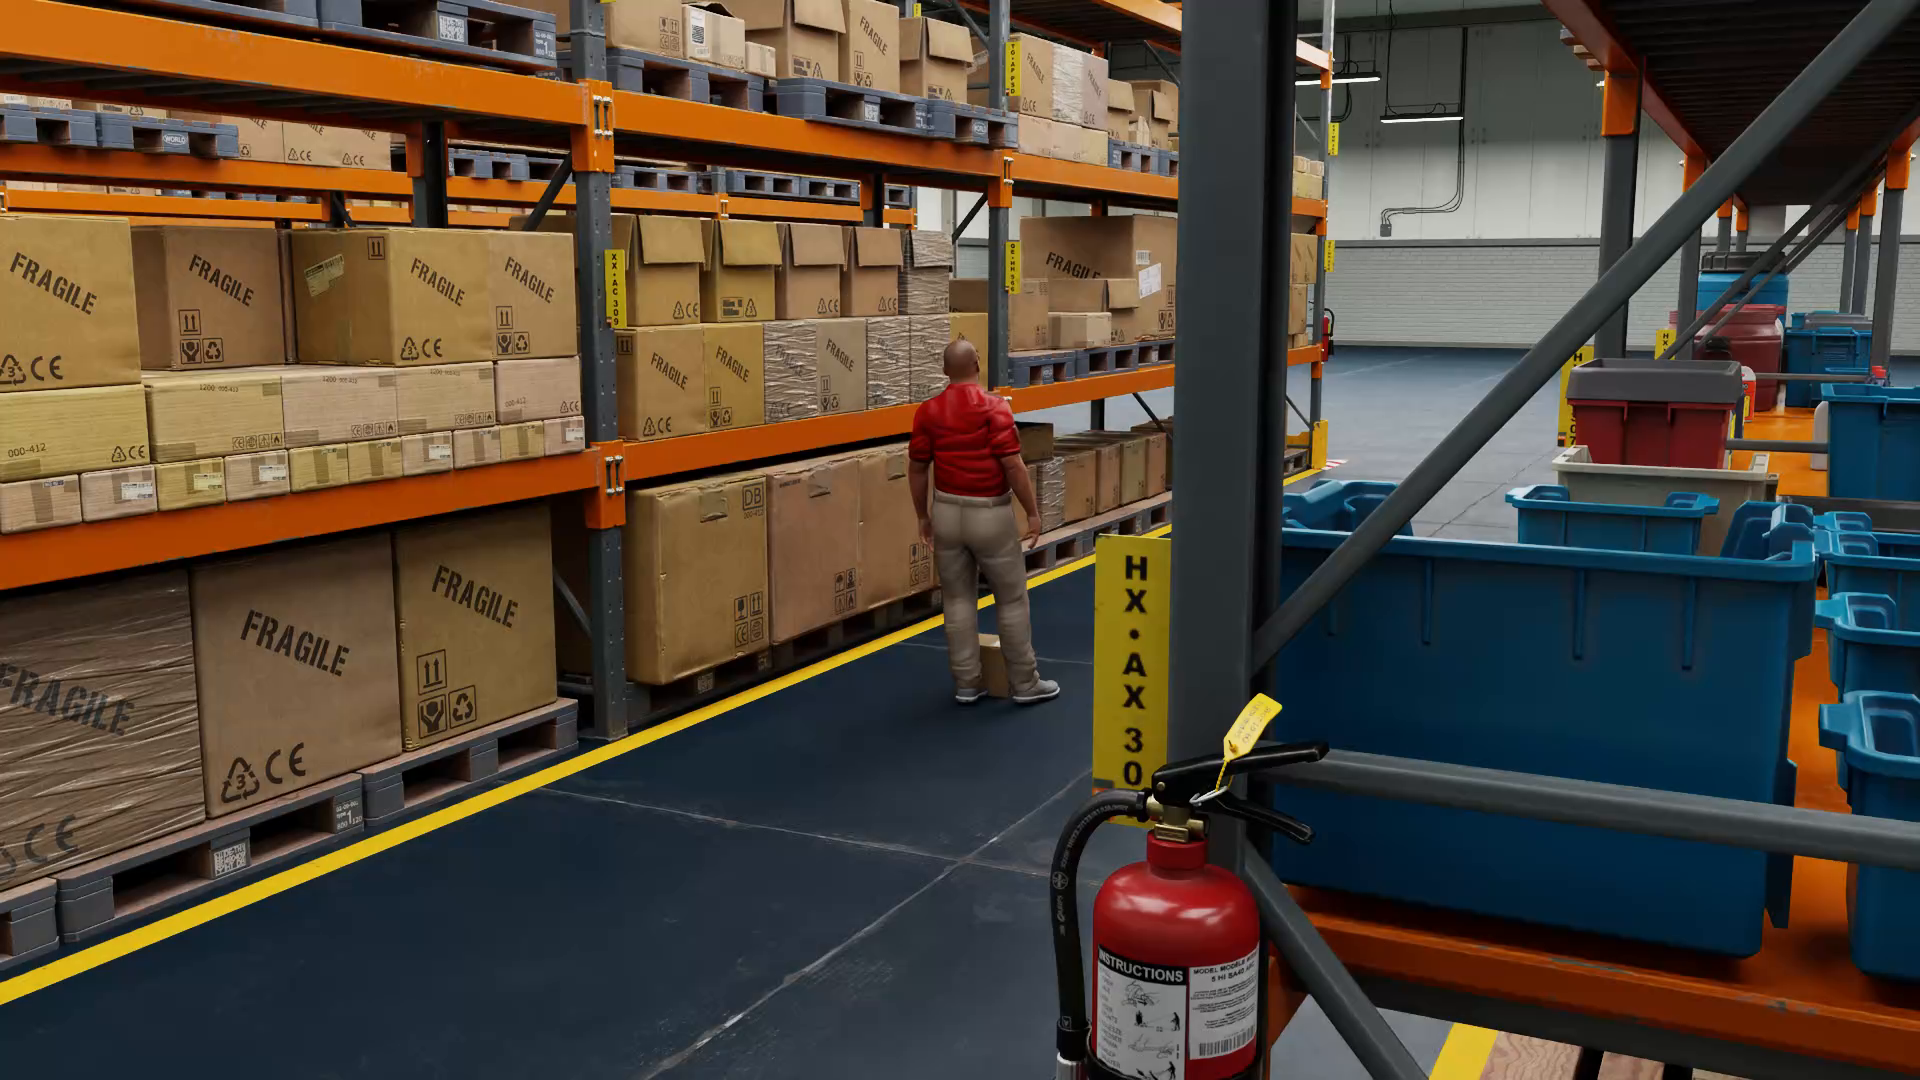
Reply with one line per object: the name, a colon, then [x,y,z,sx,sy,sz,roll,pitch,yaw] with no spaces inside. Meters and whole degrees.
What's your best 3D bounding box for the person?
person: [0.109,-0.087,7.910,0.640,1.728,0.551,4,10,24]
